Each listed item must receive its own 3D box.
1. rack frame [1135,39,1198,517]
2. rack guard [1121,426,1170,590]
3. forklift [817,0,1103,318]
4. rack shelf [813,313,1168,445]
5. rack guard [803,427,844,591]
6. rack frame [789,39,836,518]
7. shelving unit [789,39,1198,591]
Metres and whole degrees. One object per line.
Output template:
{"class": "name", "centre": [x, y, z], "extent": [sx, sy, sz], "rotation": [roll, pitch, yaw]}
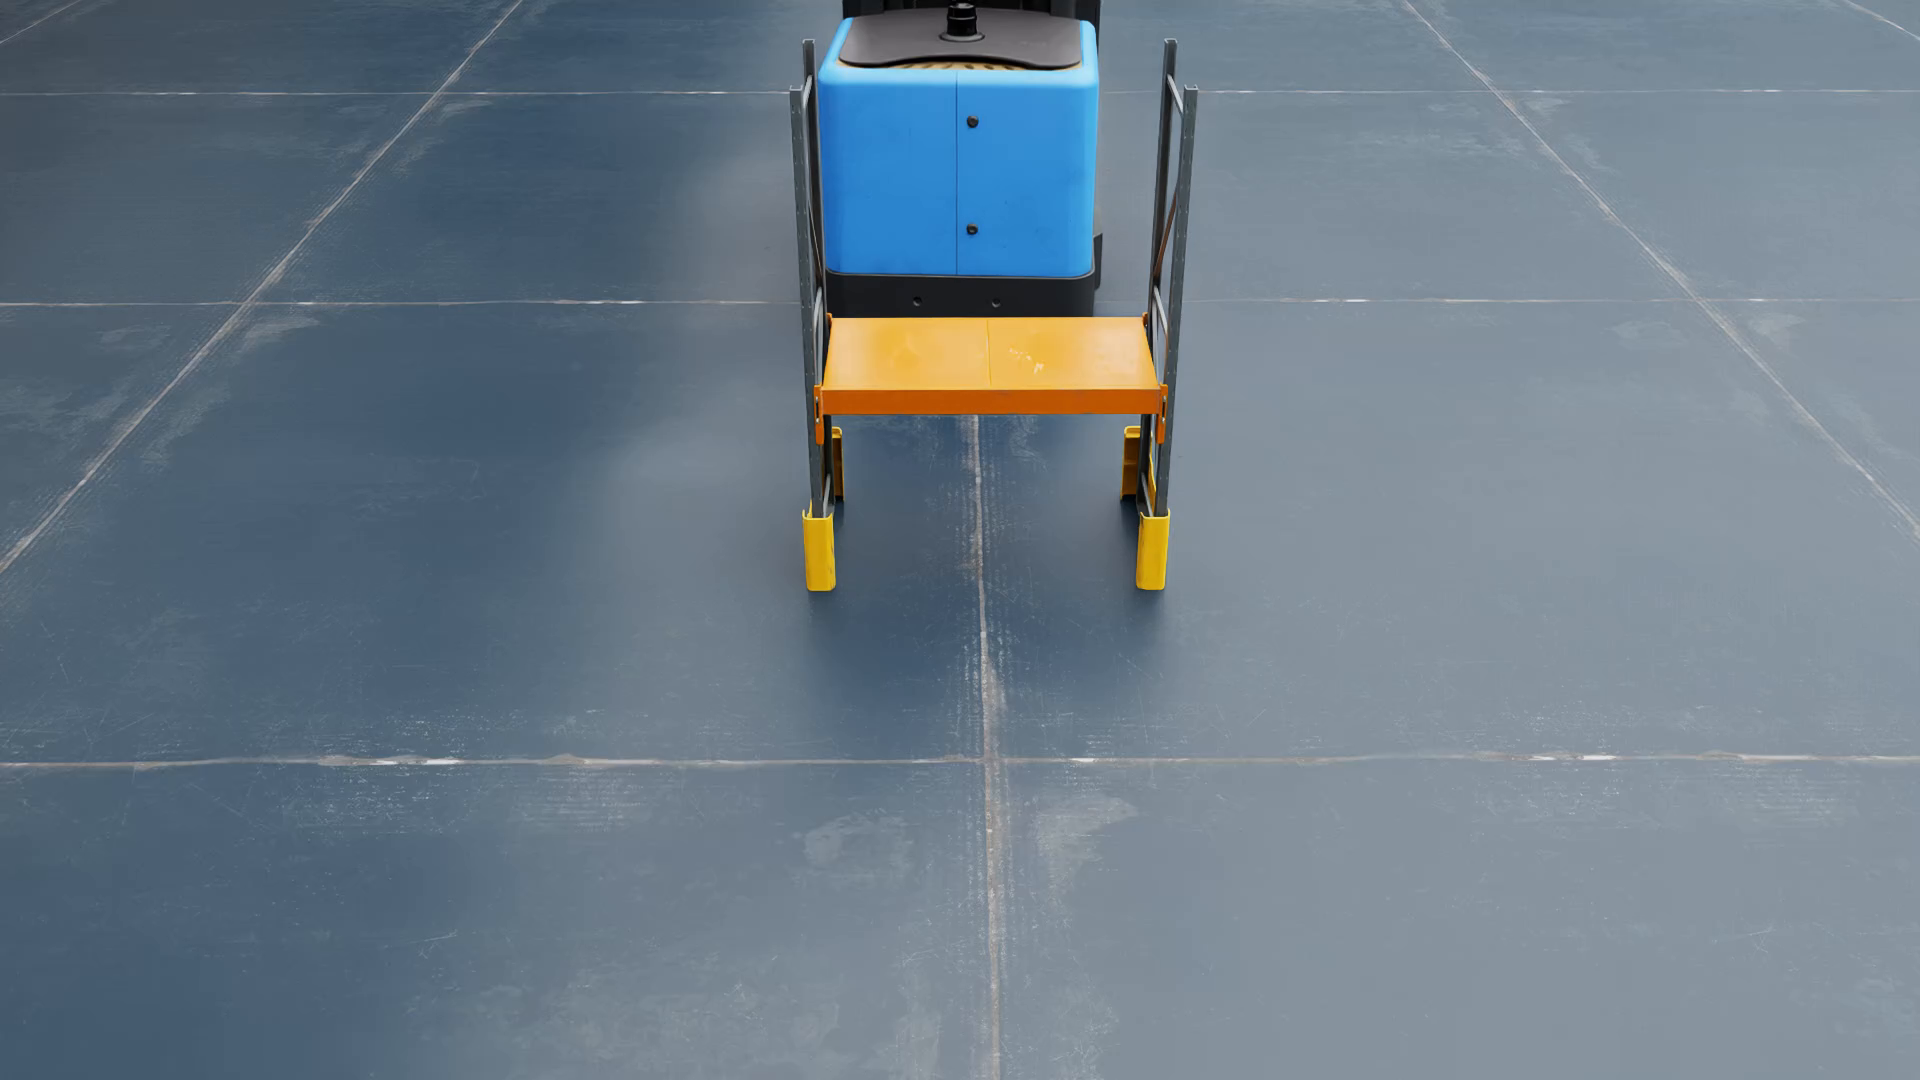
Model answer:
{"class": "rack frame", "centre": [0.594, -0.643, 4.864], "extent": [0.032, 1.500, 0.500], "rotation": [0, 31, 0]}
{"class": "rack guard", "centre": [0.574, -0.109, 5.188], "extent": [0.087, 0.250, 0.587], "rotation": [0, 31, 0]}
{"class": "forklift", "centre": [0.061, -2.769, 6.987], "extent": [1.130, 2.935, 3.031], "rotation": [1, 31, 2]}
{"class": "rack shelf", "centre": [0.085, -0.488, 4.955], "extent": [1.000, 0.185, 0.538], "rotation": [0, 31, 0]}
{"class": "rack guard", "centre": [-0.422, -0.106, 5.183], "extent": [0.087, 0.250, 0.587], "rotation": [0, 31, 0]}
{"class": "rack frame", "centre": [-0.423, -0.640, 4.859], "extent": [0.032, 1.500, 0.500], "rotation": [0, 31, 0]}
{"class": "shelving unit", "centre": [0.076, -0.641, 4.861], "extent": [1.083, 1.500, 0.587], "rotation": [0, 31, 0]}
